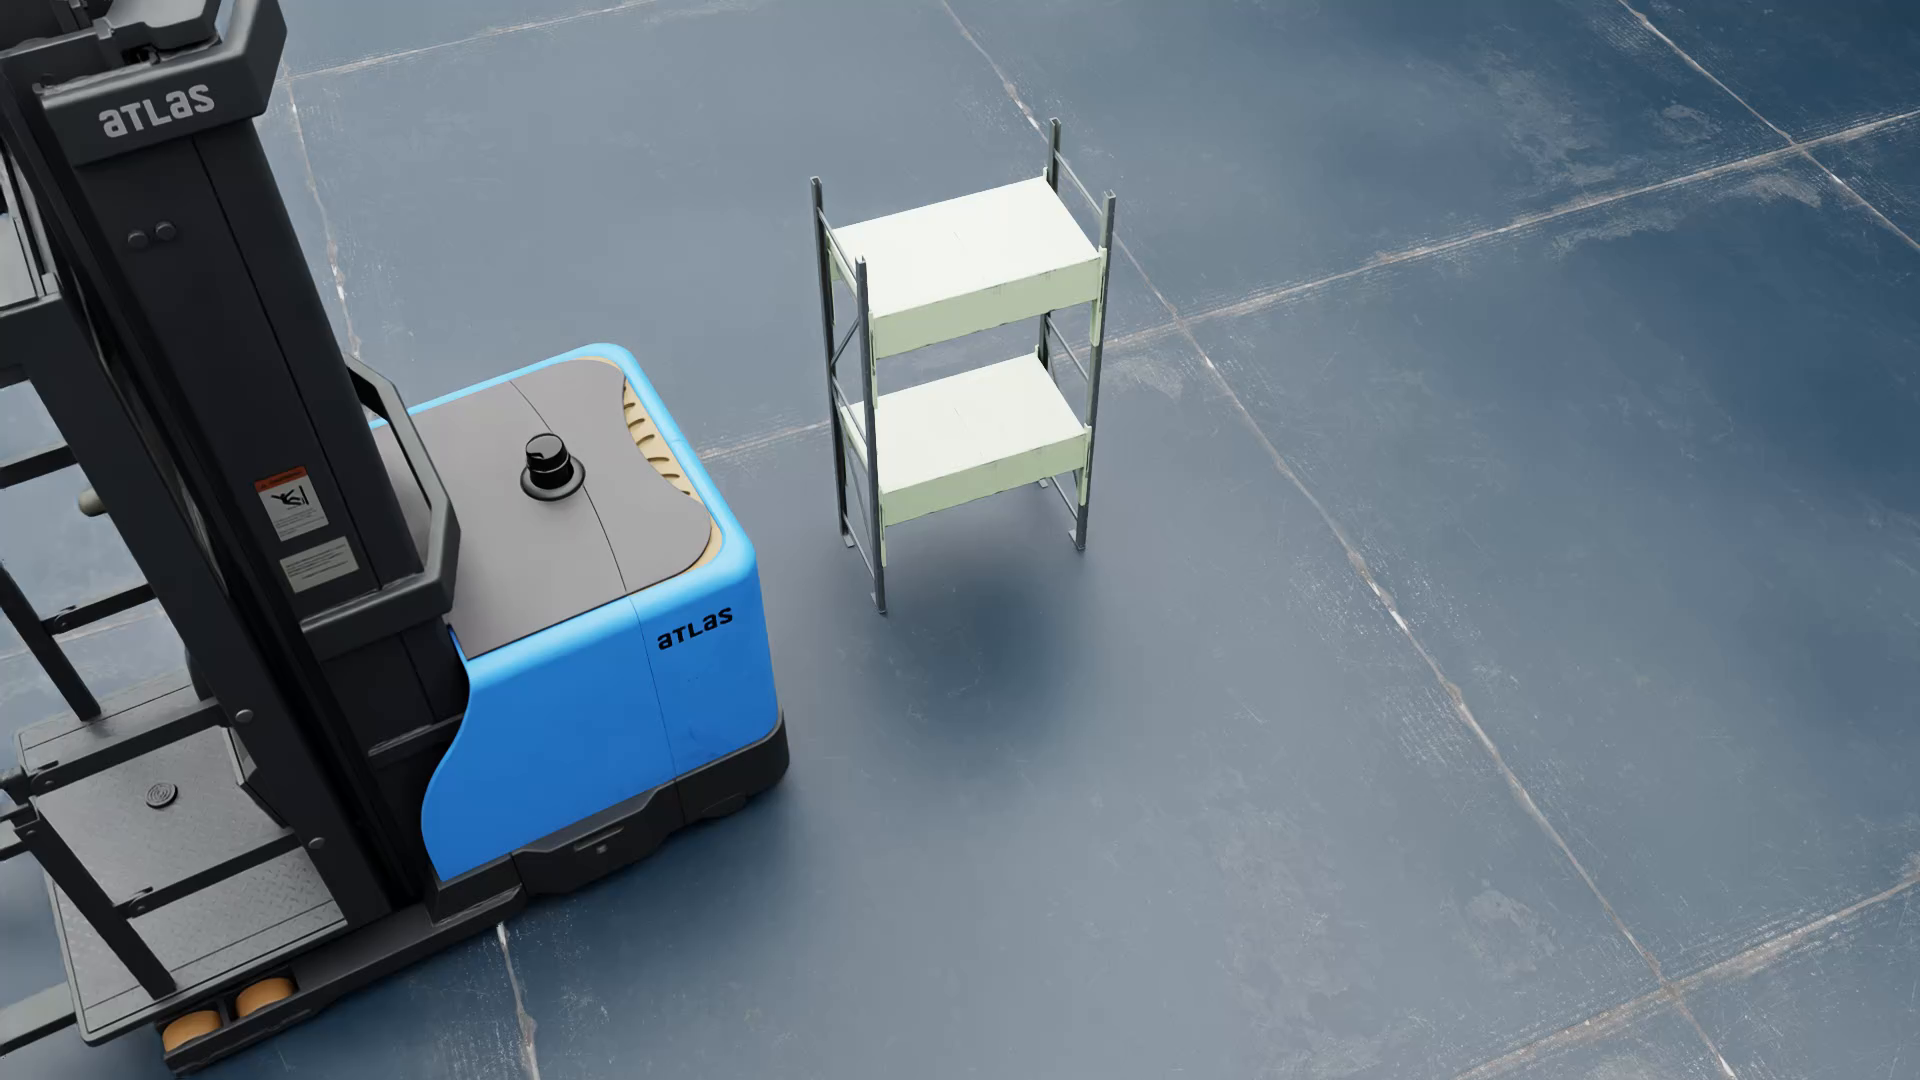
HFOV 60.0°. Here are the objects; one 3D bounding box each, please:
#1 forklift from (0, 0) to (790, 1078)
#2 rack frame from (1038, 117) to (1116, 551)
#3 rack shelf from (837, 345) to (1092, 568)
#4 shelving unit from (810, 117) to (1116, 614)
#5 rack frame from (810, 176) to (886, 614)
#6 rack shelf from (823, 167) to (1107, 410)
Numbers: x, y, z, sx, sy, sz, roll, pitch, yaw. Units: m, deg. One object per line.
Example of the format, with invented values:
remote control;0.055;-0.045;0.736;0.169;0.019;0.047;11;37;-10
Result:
forklift;-2.059;0.013;3.807;3.031;2.935;1.130;-23;53;-19
rack frame;0.345;-0.596;5.273;0.023;1.500;0.400;-17;52;-14
rack shelf;0.006;-0.278;5.430;0.720;0.370;0.431;-17;52;-14
shelving unit;0.006;-0.491;5.183;0.755;1.500;0.431;-17;52;-14
rack frame;-0.333;-0.386;5.093;0.023;1.500;0.400;-17;52;-14
rack shelf;0.006;-0.745;4.887;0.720;0.370;0.431;-17;52;-14
